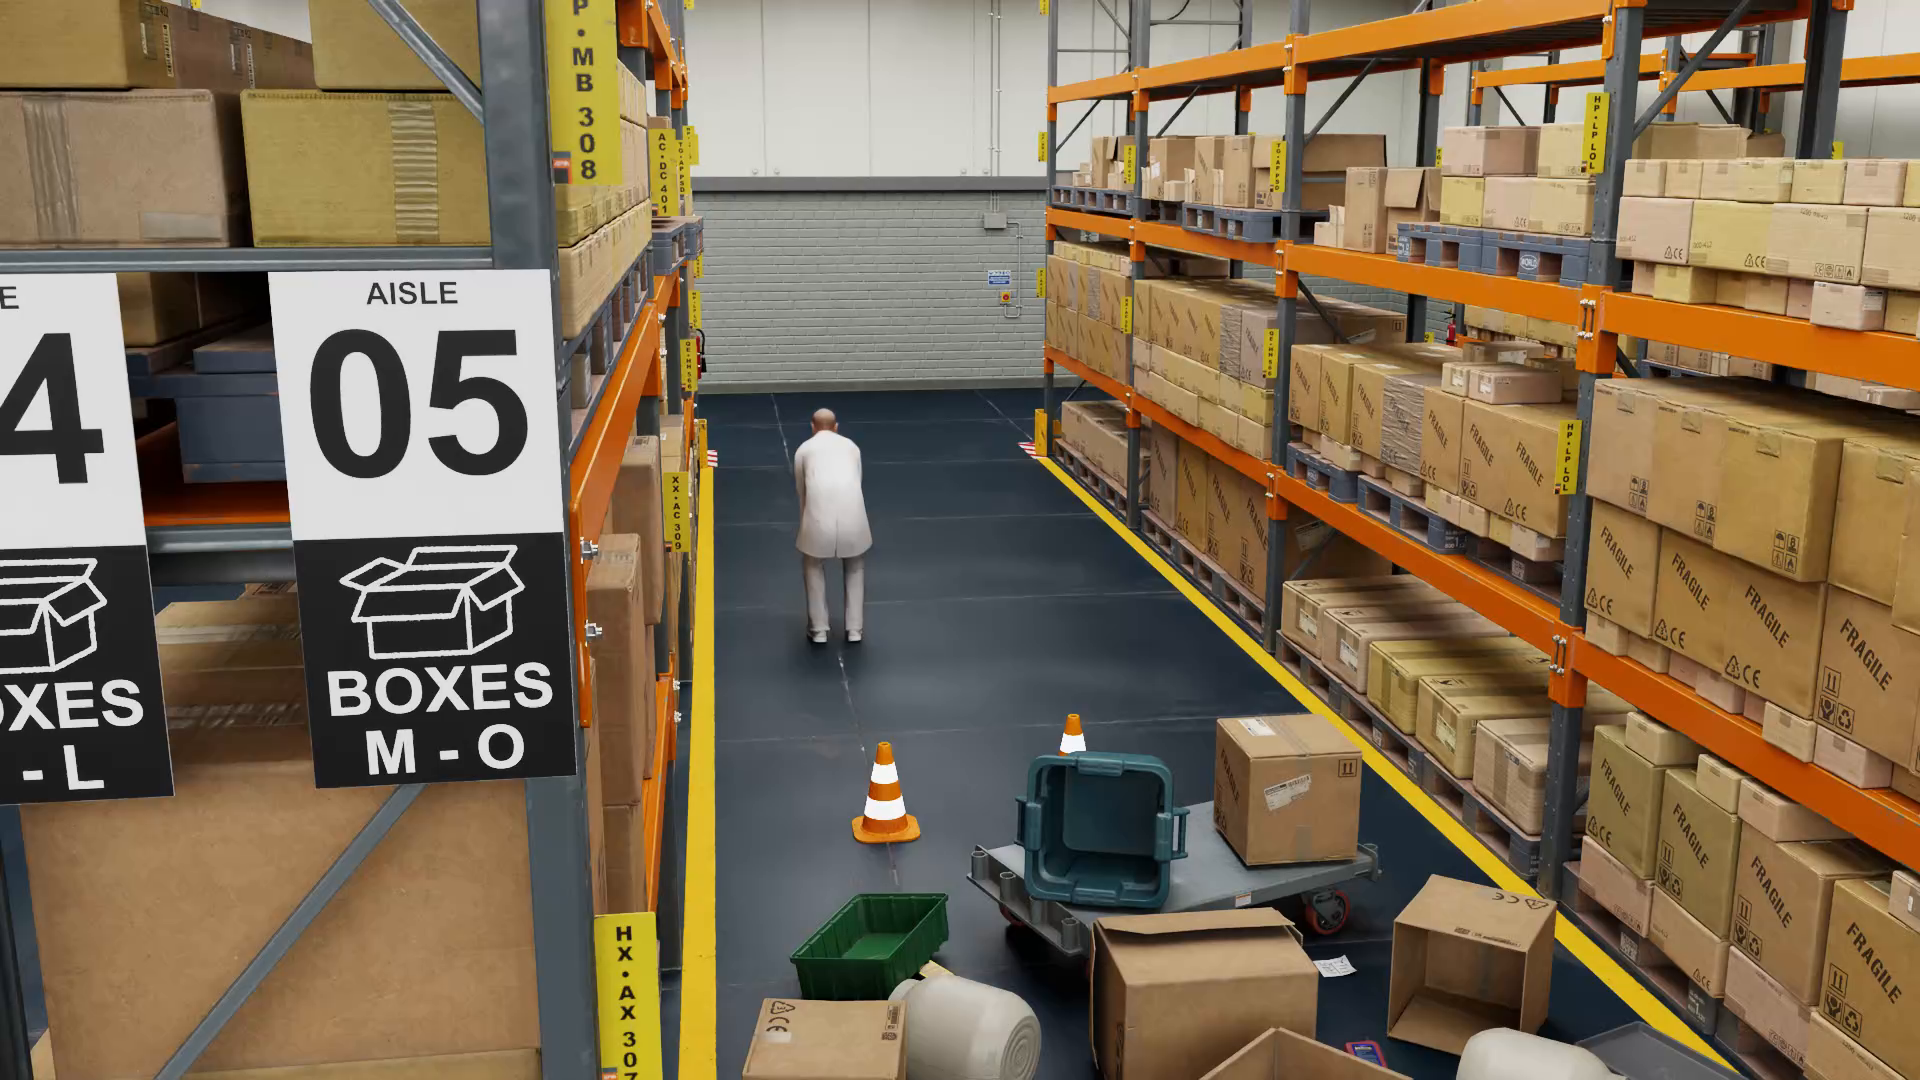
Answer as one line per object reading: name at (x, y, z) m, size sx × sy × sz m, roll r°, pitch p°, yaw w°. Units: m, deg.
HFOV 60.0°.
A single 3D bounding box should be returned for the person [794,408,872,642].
person at (-0.916, -0.112, 11.894) m, size 0.549 × 1.608 × 0.717 m, roll -2°, pitch 13°, yaw -9°
